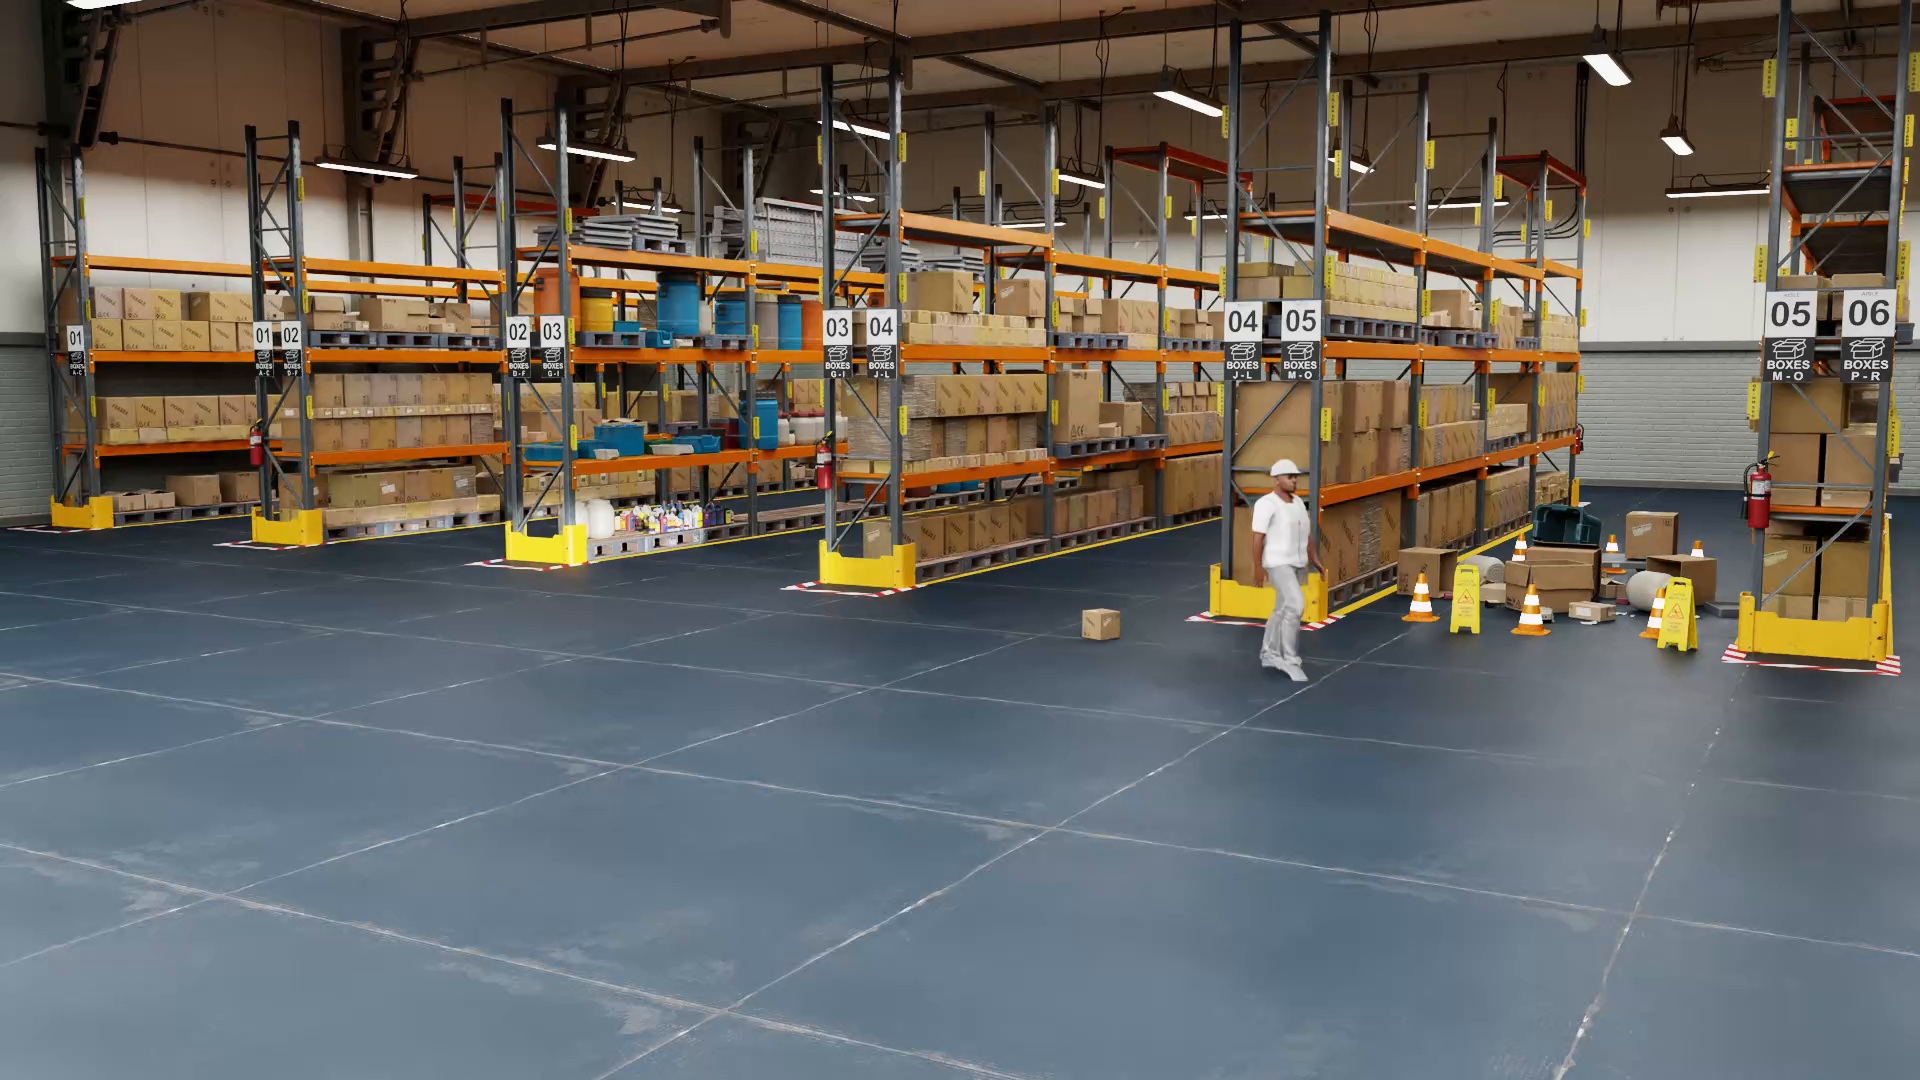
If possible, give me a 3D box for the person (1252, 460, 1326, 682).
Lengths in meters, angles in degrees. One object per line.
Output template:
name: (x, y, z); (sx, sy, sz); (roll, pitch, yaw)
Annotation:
person: (2.733, 0.254, 13.702); (0.573, 1.829, 0.615); (-6, 8, -44)
